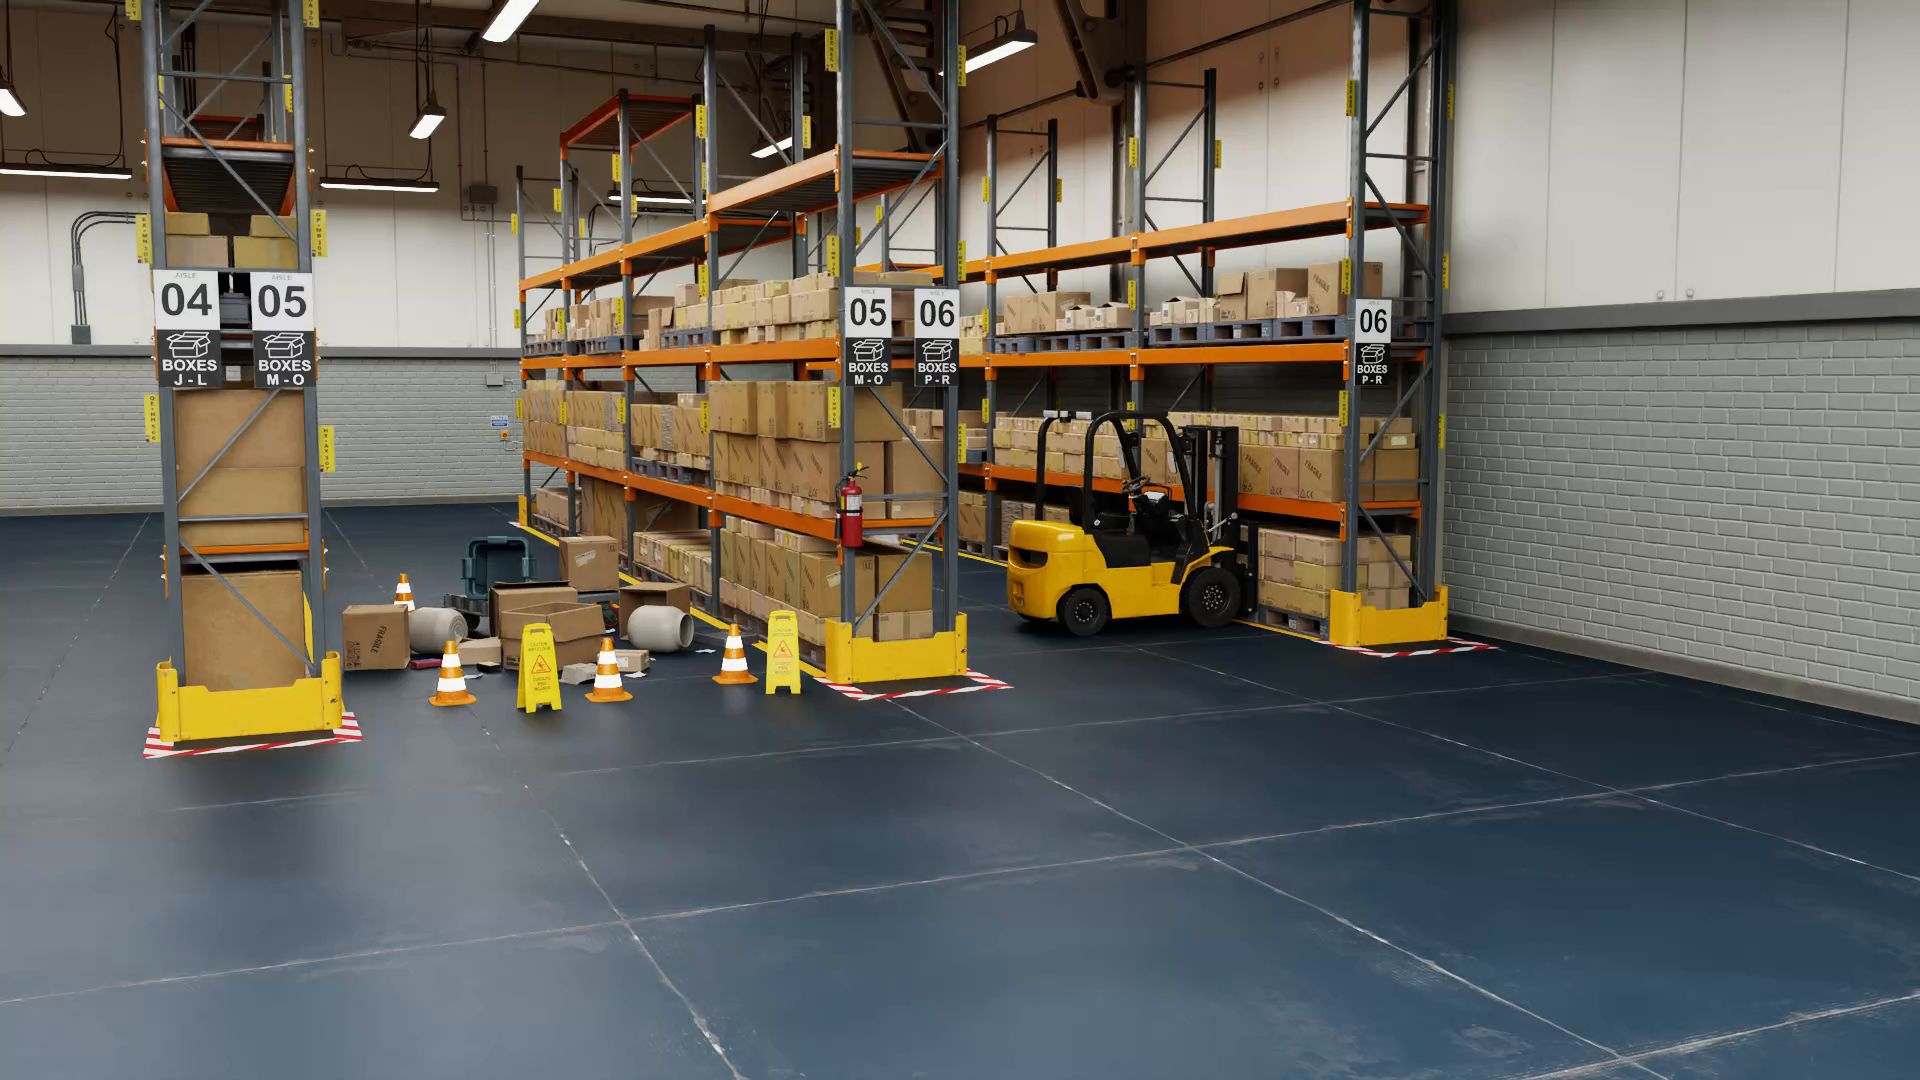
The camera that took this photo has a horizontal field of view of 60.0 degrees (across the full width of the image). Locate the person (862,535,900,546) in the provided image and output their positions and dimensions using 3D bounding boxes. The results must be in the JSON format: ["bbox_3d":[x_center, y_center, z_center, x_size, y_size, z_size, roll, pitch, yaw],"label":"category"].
[{"bbox_3d":[-0.993,0.132,18.726,0.493,1.076,0.826,-2,6,-24],"label":"person"}]
